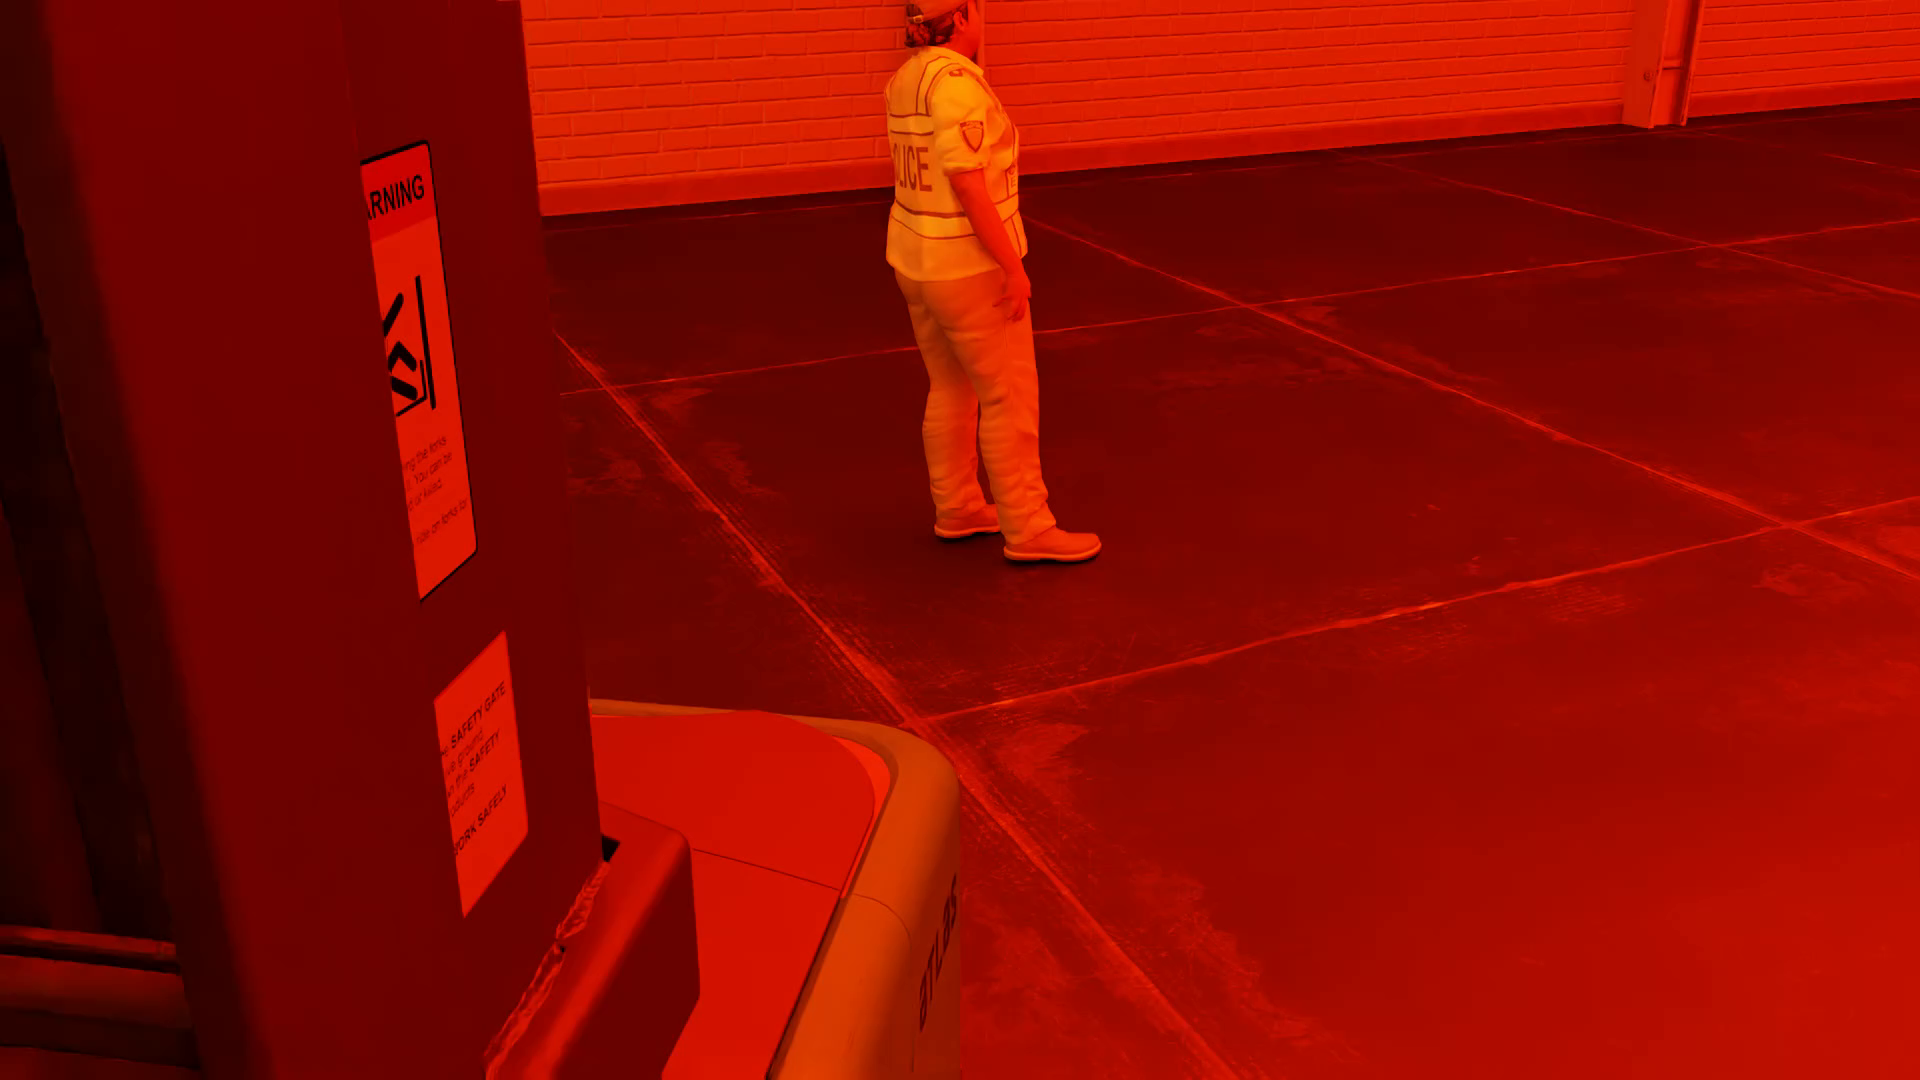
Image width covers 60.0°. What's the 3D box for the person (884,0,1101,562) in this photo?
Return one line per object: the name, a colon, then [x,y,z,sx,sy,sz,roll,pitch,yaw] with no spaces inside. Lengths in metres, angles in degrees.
person: [0.079,-0.782,4.795,0.529,1.670,0.598,-10,25,-23]
